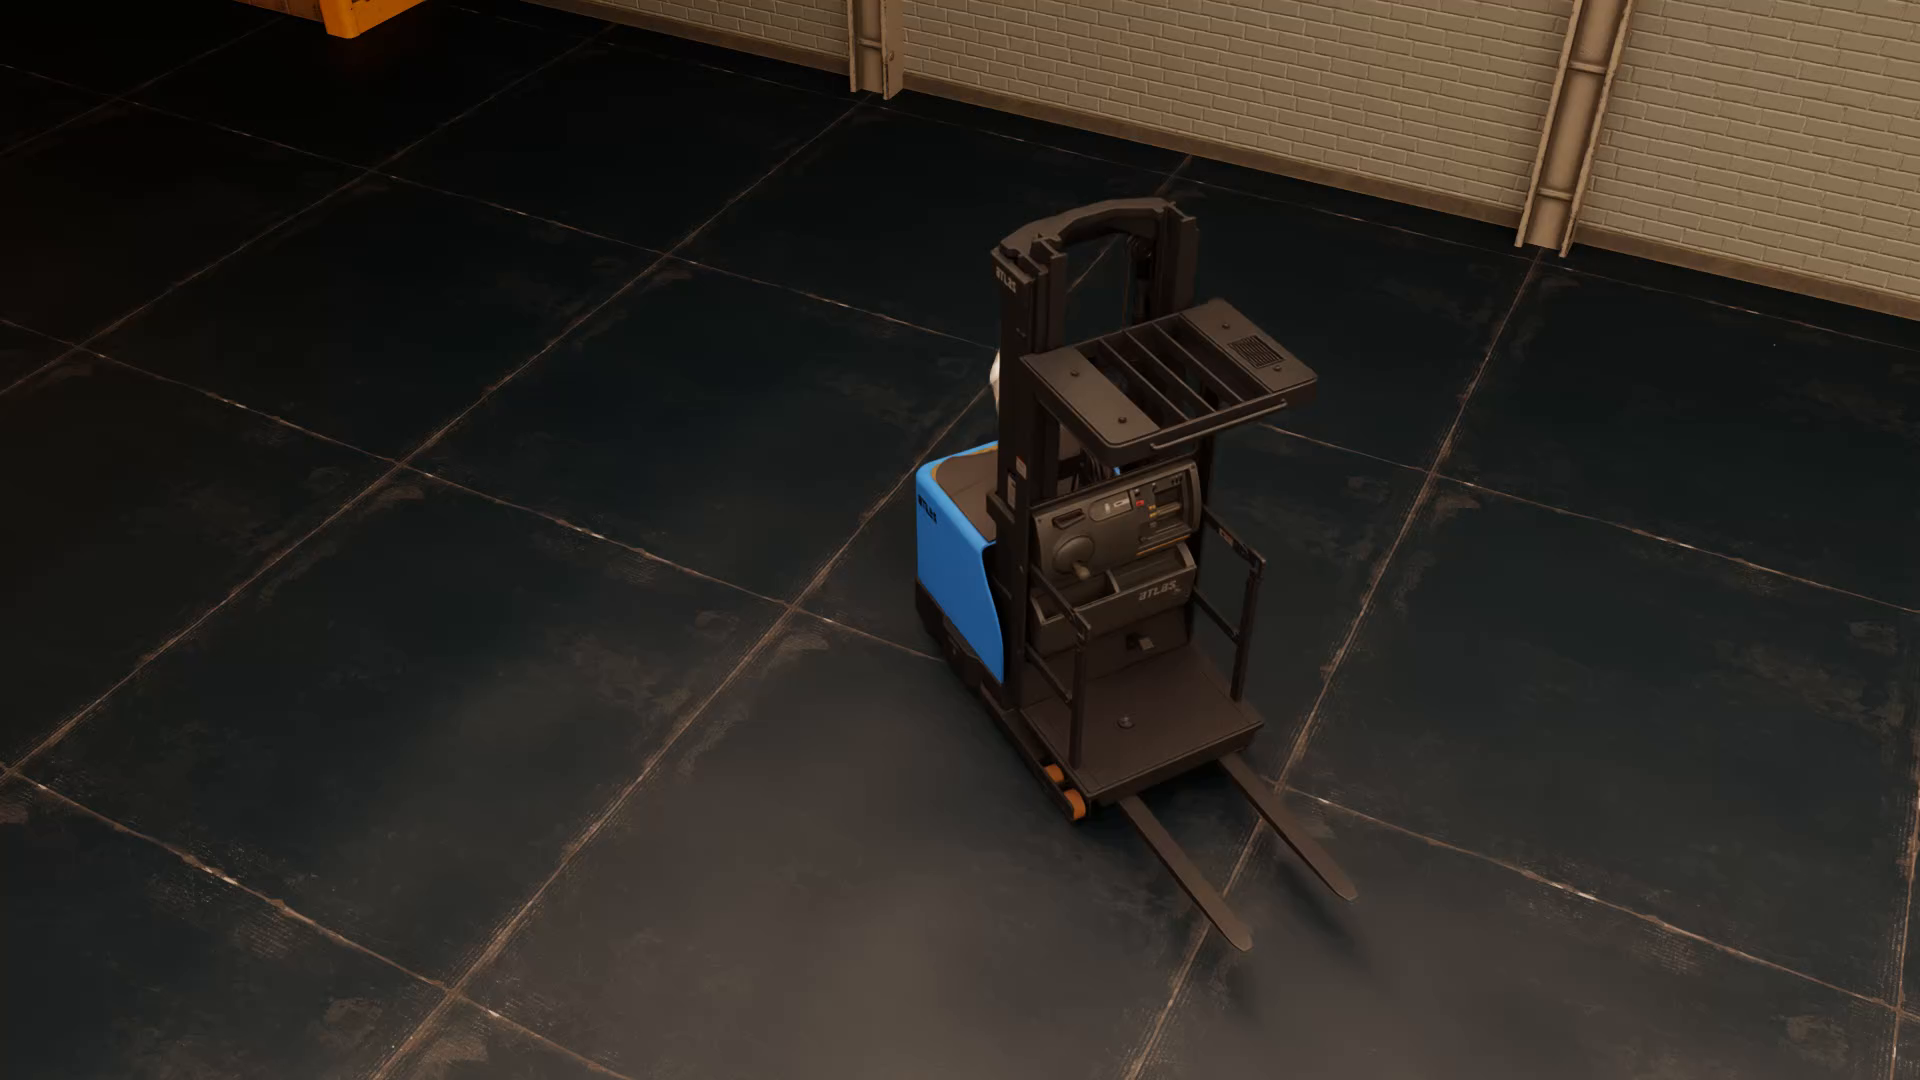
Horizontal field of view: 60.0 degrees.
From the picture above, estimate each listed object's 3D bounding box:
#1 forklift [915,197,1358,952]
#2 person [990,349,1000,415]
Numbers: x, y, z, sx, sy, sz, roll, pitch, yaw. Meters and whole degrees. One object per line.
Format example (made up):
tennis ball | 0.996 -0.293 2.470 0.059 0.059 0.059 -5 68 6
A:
forklift | 0.882 -0.014 8.003 1.130 2.935 3.031 -19 44 -21
person | 0.510 -0.602 9.695 0.717 1.672 0.786 30 48 31
